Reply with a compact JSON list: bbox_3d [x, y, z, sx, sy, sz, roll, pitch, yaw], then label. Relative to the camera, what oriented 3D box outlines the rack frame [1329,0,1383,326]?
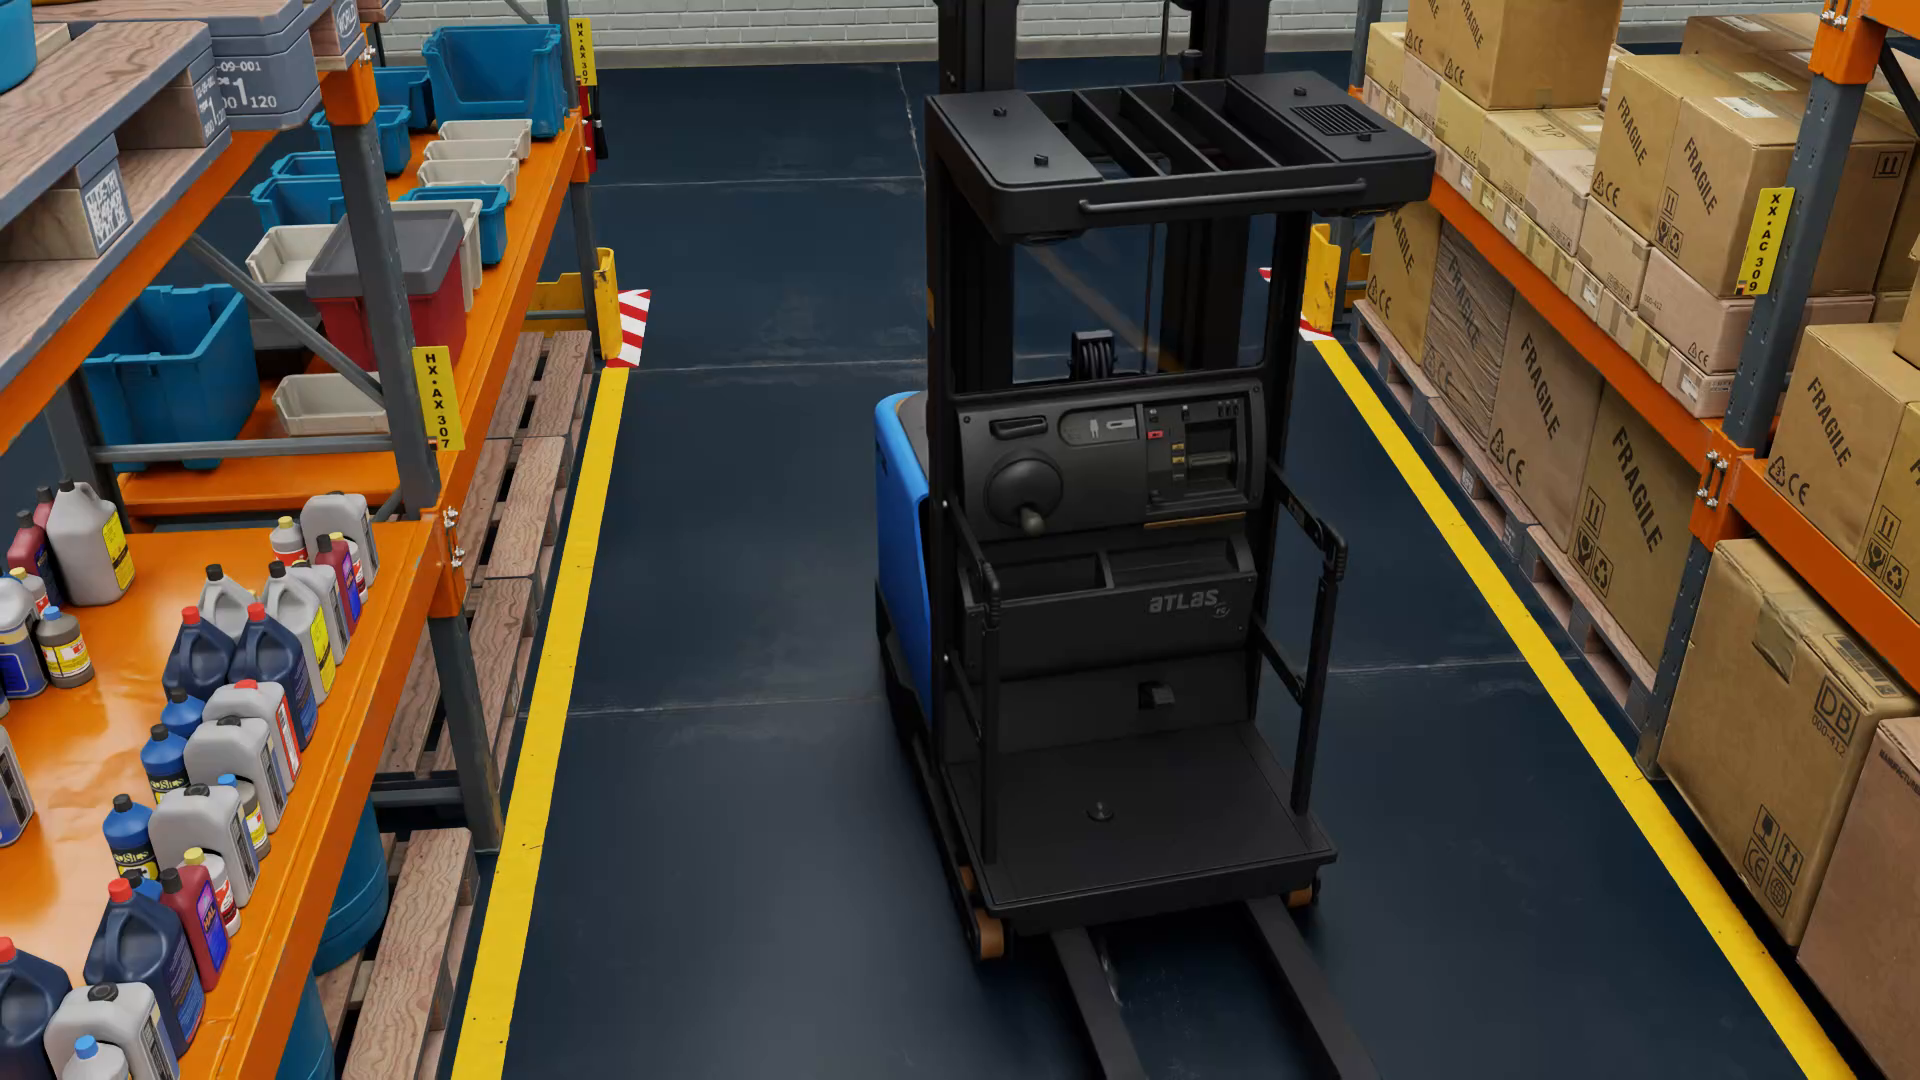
[{"bbox_3d":[2.530,-2.534,8.568,1.000,3.000,0.127,-3,31,-5],"label":"rack frame"}]

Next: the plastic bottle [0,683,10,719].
[{"bbox_3d":[-2.346,0.302,3.944,0.097,0.271,0.097,0,31,0],"label":"plastic bottle"}]

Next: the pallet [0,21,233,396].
[{"bbox_3d":[-1.748,-0.487,2.399,1.003,0.211,1.213,-3,31,-5],"label":"pallet"}]

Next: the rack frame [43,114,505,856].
[{"bbox_3d":[-2.028,-0.255,4.751,1.000,3.000,0.127,-3,31,-5],"label":"rack frame"}]

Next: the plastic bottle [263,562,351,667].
[{"bbox_3d":[-1.635,0.171,4.160,0.152,0.276,0.135,-3,31,-5],"label":"plastic bottle"}]

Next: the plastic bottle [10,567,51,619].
[{"bbox_3d":[-2.377,0.164,4.244,0.097,0.201,0.097,0,31,0],"label":"plastic bottle"}]

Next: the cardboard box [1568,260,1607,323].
[{"bbox_3d":[2.477,-0.918,6.107,0.380,0.149,0.250,-2,31,-4],"label":"cardboard box"}]

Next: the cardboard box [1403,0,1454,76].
[{"bbox_3d":[2.352,-2.406,7.478,0.500,0.500,0.500,-3,31,-6],"label":"cardboard box"}]

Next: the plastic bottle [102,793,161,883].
[{"bbox_3d":[-1.676,0.633,3.391,0.097,0.271,0.097,0,31,0],"label":"plastic bottle"}]

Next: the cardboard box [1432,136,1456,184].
[{"bbox_3d":[2.332,-1.705,7.424,0.380,0.149,0.250,-3,31,-6],"label":"cardboard box"}]

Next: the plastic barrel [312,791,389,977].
[{"bbox_3d":[-1.994,0.744,4.715,0.600,0.901,0.708,-3,31,-5],"label":"plastic barrel"}]

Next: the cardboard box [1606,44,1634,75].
[{"bbox_3d":[2.886,-2.104,7.703,0.500,0.250,0.500,-3,31,-5],"label":"cardboard box"}]

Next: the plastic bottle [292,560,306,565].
[{"bbox_3d":[-1.679,0.145,4.276,0.097,0.201,0.097,0,31,0],"label":"plastic bottle"}]

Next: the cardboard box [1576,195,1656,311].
[{"bbox_3d":[2.550,-1.032,5.909,0.500,0.250,0.500,-2,31,-3],"label":"cardboard box"}]

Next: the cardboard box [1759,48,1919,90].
[{"bbox_3d":[3.075,-1.386,5.770,0.500,0.500,0.500,-3,31,-5],"label":"cardboard box"}]

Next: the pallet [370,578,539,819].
[{"bbox_3d":[-2.135,0.569,6.092,1.003,0.211,1.213,-3,31,-5],"label":"pallet"}]

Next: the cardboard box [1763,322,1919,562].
[{"bbox_3d":[2.697,-0.288,4.710,0.500,0.500,0.500,-3,31,-4],"label":"cardboard box"}]

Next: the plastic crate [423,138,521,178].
[{"bbox_3d":[-2.132,-1.653,7.291,0.396,0.136,0.243,-3,31,-5],"label":"plastic crate"}]

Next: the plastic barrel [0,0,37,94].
[{"bbox_3d":[-1.716,-1.074,2.299,0.600,0.901,0.708,-3,31,-5],"label":"plastic barrel"}]

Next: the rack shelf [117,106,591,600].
[{"bbox_3d":[-2.215,-0.967,6.645,1.077,0.370,4.000,-3,31,-5],"label":"rack shelf"}]

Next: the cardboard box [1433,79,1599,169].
[{"bbox_3d":[2.404,-1.818,7.224,0.500,0.250,0.500,-4,31,-6],"label":"cardboard box"}]

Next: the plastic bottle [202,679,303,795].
[{"bbox_3d":[-1.588,0.428,3.729,0.152,0.276,0.135,-3,31,-5],"label":"plastic bottle"}]

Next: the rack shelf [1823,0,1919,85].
[{"bbox_3d":[3.090,-0.450,2.855,1.077,0.370,4.000,-3,31,-5],"label":"rack shelf"}]

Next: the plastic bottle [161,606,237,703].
[{"bbox_3d":[-1.742,0.321,3.835,0.144,0.351,0.185,-3,31,-5],"label":"plastic bottle"}]

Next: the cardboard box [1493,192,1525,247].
[{"bbox_3d":[2.406,-1.310,6.764,0.380,0.149,0.250,-2,31,-4],"label":"cardboard box"}]

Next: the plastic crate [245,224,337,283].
[{"bbox_3d":[-2.490,-1.042,6.268,0.293,0.136,0.466,-3,31,-5],"label":"plastic crate"}]

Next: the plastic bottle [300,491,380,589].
[{"bbox_3d":[-1.669,-0.016,4.472,0.152,0.276,0.135,-3,31,-5],"label":"plastic bottle"}]

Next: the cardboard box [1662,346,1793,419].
[{"bbox_3d":[2.549,-0.524,5.447,0.380,0.149,0.250,-3,31,-4],"label":"cardboard box"}]

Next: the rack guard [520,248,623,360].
[{"bbox_3d":[-2.417,-1.236,8.831,1.175,0.500,0.348,-3,31,-5],"label":"rack guard"}]

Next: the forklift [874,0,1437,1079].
[{"bbox_3d":[0.505,-0.188,4.707,1.130,2.935,3.031,-7,32,-11],"label":"forklift"}]

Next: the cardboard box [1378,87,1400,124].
[{"bbox_3d":[2.260,-2.099,8.083,0.380,0.149,0.250,-3,31,-5],"label":"cardboard box"}]

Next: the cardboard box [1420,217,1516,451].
[{"bbox_3d":[2.754,-1.015,7.686,0.875,0.875,0.875,-3,31,-5],"label":"cardboard box"}]

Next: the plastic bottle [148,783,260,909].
[{"bbox_3d":[-1.554,0.615,3.416,0.152,0.276,0.135,-3,31,-5],"label":"plastic bottle"}]

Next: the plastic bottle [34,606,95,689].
[{"bbox_3d":[-2.207,0.256,4.089,0.097,0.201,0.097,0,31,0],"label":"plastic bottle"}]

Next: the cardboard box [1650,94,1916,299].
[{"bbox_3d":[2.594,-1.099,5.290,0.500,0.500,0.500,-2,31,-3],"label":"cardboard box"}]

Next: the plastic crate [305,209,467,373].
[{"bbox_3d":[-1.862,-0.776,5.503,0.402,0.464,0.583,-3,31,-5],"label":"plastic crate"}]

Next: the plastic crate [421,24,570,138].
[{"bbox_3d":[-2.184,-2.176,7.875,0.616,0.435,0.499,-3,31,-5],"label":"plastic crate"}]

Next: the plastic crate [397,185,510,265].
[{"bbox_3d":[-1.954,-1.215,6.463,0.416,0.233,0.300,-3,31,-5],"label":"plastic crate"}]

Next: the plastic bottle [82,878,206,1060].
[{"bbox_3d":[-1.513,0.782,3.063,0.144,0.351,0.185,-3,31,-5],"label":"plastic bottle"}]

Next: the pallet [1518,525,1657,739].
[{"bbox_3d":[2.910,0.313,6.520,1.003,0.211,1.213,-3,31,-5],"label":"pallet"}]

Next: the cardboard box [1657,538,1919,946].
[{"bbox_3d":[2.983,0.566,5.040,1.225,0.875,0.875,-3,31,-4],"label":"cardboard box"}]

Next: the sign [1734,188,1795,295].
[{"bbox_3d":[2.351,-0.870,4.861,0.100,0.325,0.005,-3,31,-5],"label":"sign"}]
